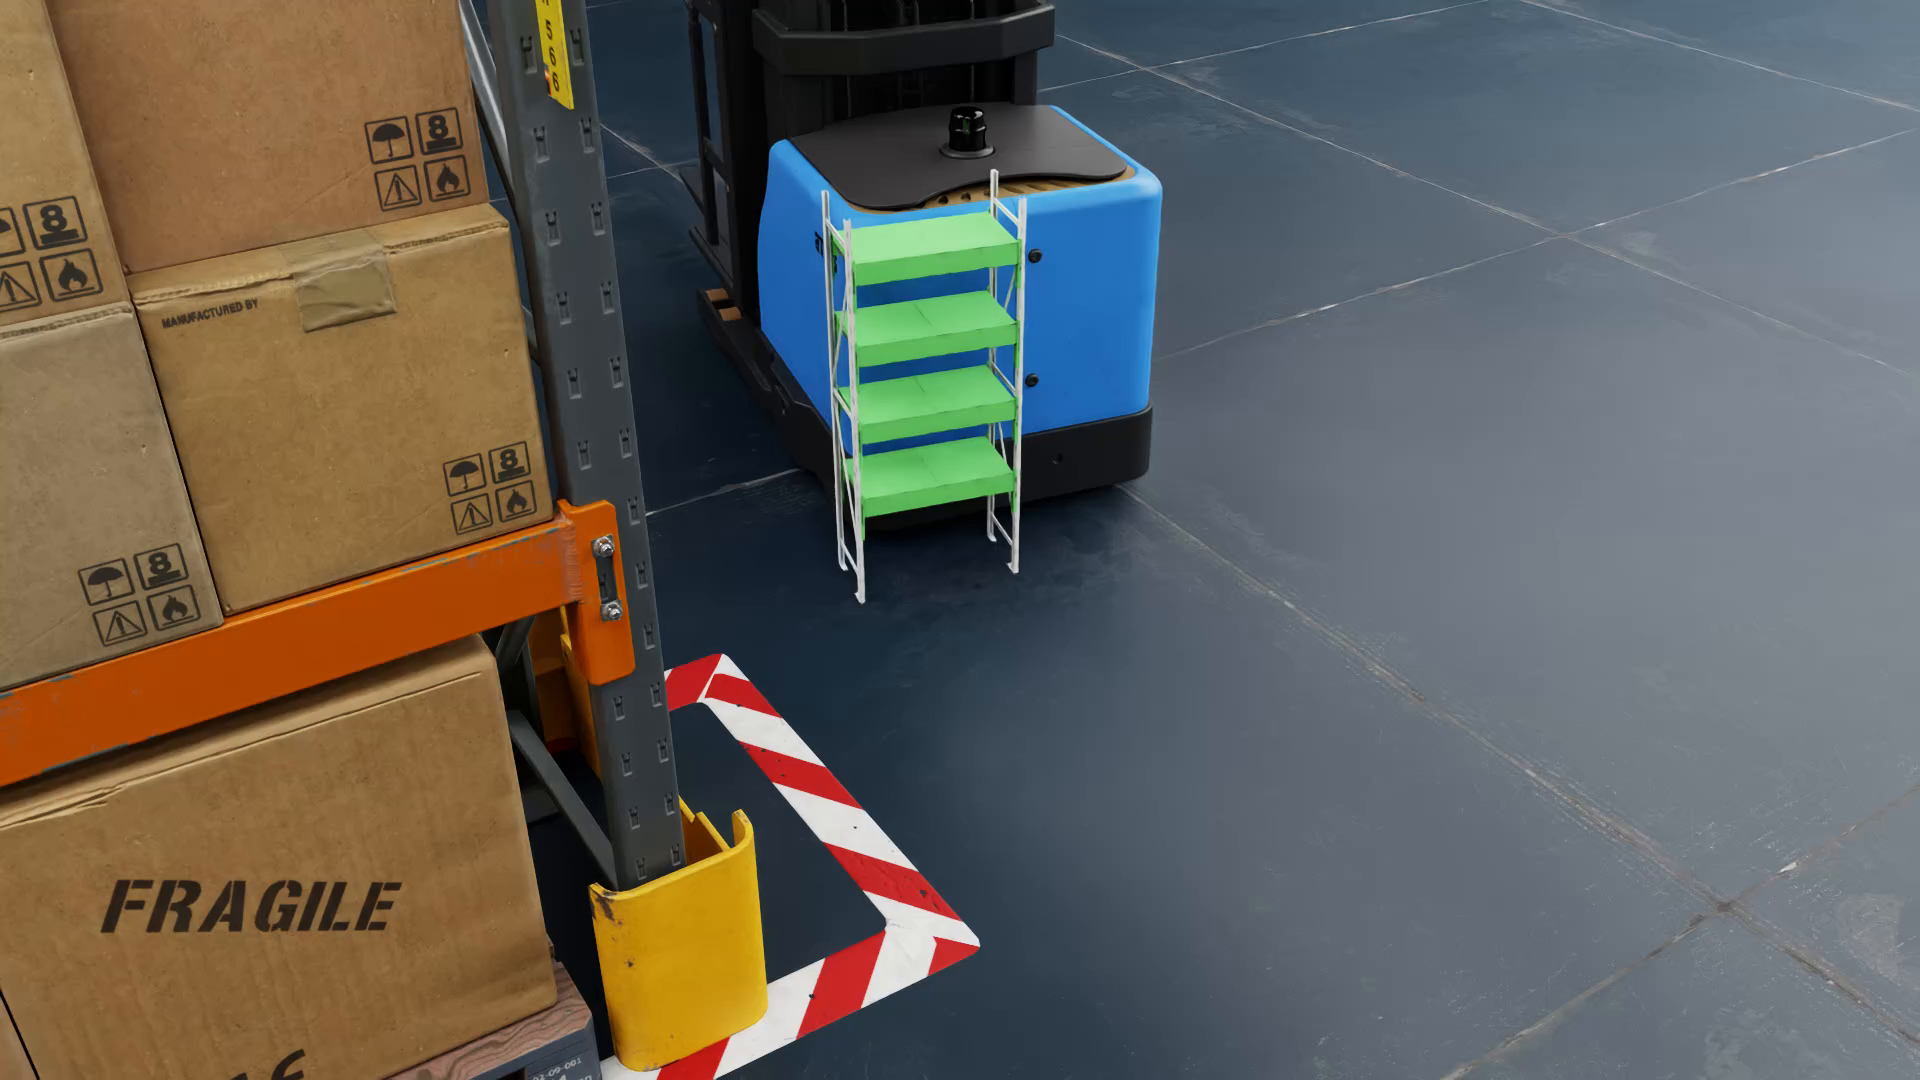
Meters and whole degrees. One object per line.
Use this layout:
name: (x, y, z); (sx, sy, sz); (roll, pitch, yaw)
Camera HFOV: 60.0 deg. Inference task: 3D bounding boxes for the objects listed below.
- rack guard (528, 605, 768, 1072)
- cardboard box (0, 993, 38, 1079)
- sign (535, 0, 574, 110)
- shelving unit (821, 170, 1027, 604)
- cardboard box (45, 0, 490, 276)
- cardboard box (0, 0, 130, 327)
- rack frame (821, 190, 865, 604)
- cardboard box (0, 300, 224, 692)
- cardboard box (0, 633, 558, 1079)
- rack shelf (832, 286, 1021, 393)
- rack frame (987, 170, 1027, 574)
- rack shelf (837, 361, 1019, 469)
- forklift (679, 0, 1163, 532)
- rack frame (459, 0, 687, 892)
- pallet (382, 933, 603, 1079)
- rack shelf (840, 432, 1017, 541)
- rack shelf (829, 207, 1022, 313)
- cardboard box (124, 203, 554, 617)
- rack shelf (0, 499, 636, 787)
rack guard: (-0.856, 0.605, 3.823); (0.348, 0.500, 1.175); (-19, 37, -27)
cardboard box: (-2.148, 0.756, 2.837); (0.875, 0.875, 0.875); (-20, 37, -28)
sign: (-0.593, -0.788, 2.381); (0.005, 0.325, 0.100); (-19, 37, -27)
shelving unit: (-0.098, -0.422, 4.794); (0.503, 1.200, 0.258); (-11, 34, -16)
cardboard box: (-1.209, -0.876, 2.674); (0.550, 0.550, 0.875); (-19, 37, -27)
cardboard box: (-1.621, -0.675, 2.357); (0.550, 0.550, 0.875); (-19, 37, -27)
rack frame: (-0.329, -0.378, 4.725); (0.015, 1.200, 0.240); (-11, 34, -16)
cardboard box: (-1.614, -0.213, 2.635); (0.550, 0.550, 0.875); (-19, 37, -27)
cardboard box: (-1.410, 0.501, 3.242); (0.875, 0.875, 0.875); (-19, 37, -27)
rack shelf: (-0.098, -0.571, 4.700); (0.480, 0.148, 0.258); (-11, 34, -16)
rack frame: (0.132, -0.465, 4.862); (0.015, 1.200, 0.240); (-11, 34, -16)
rack shelf: (-0.098, -0.368, 4.828); (0.480, 0.148, 0.258); (-11, 34, -16)
forklift: (-0.390, -2.041, 5.739); (1.130, 2.935, 3.031); (-12, 34, -18)
rack frame: (-0.876, -0.446, 3.145); (0.127, 3.000, 1.000); (-19, 37, -27)
pallet: (-1.505, 1.000, 3.467); (1.213, 0.211, 1.003); (-19, 37, -27)
rack shelf: (-0.098, -0.165, 4.956); (0.480, 0.148, 0.258); (-11, 34, -16)
rack shelf: (-0.098, -0.773, 4.572); (0.480, 0.148, 0.258); (-11, 34, -16)
cardboard box: (-1.163, -0.381, 2.902); (0.550, 0.550, 0.875); (-19, 37, -27)
rack shelf: (-2.557, 0.437, 2.420); (4.000, 0.370, 1.077); (-19, 37, -27)
